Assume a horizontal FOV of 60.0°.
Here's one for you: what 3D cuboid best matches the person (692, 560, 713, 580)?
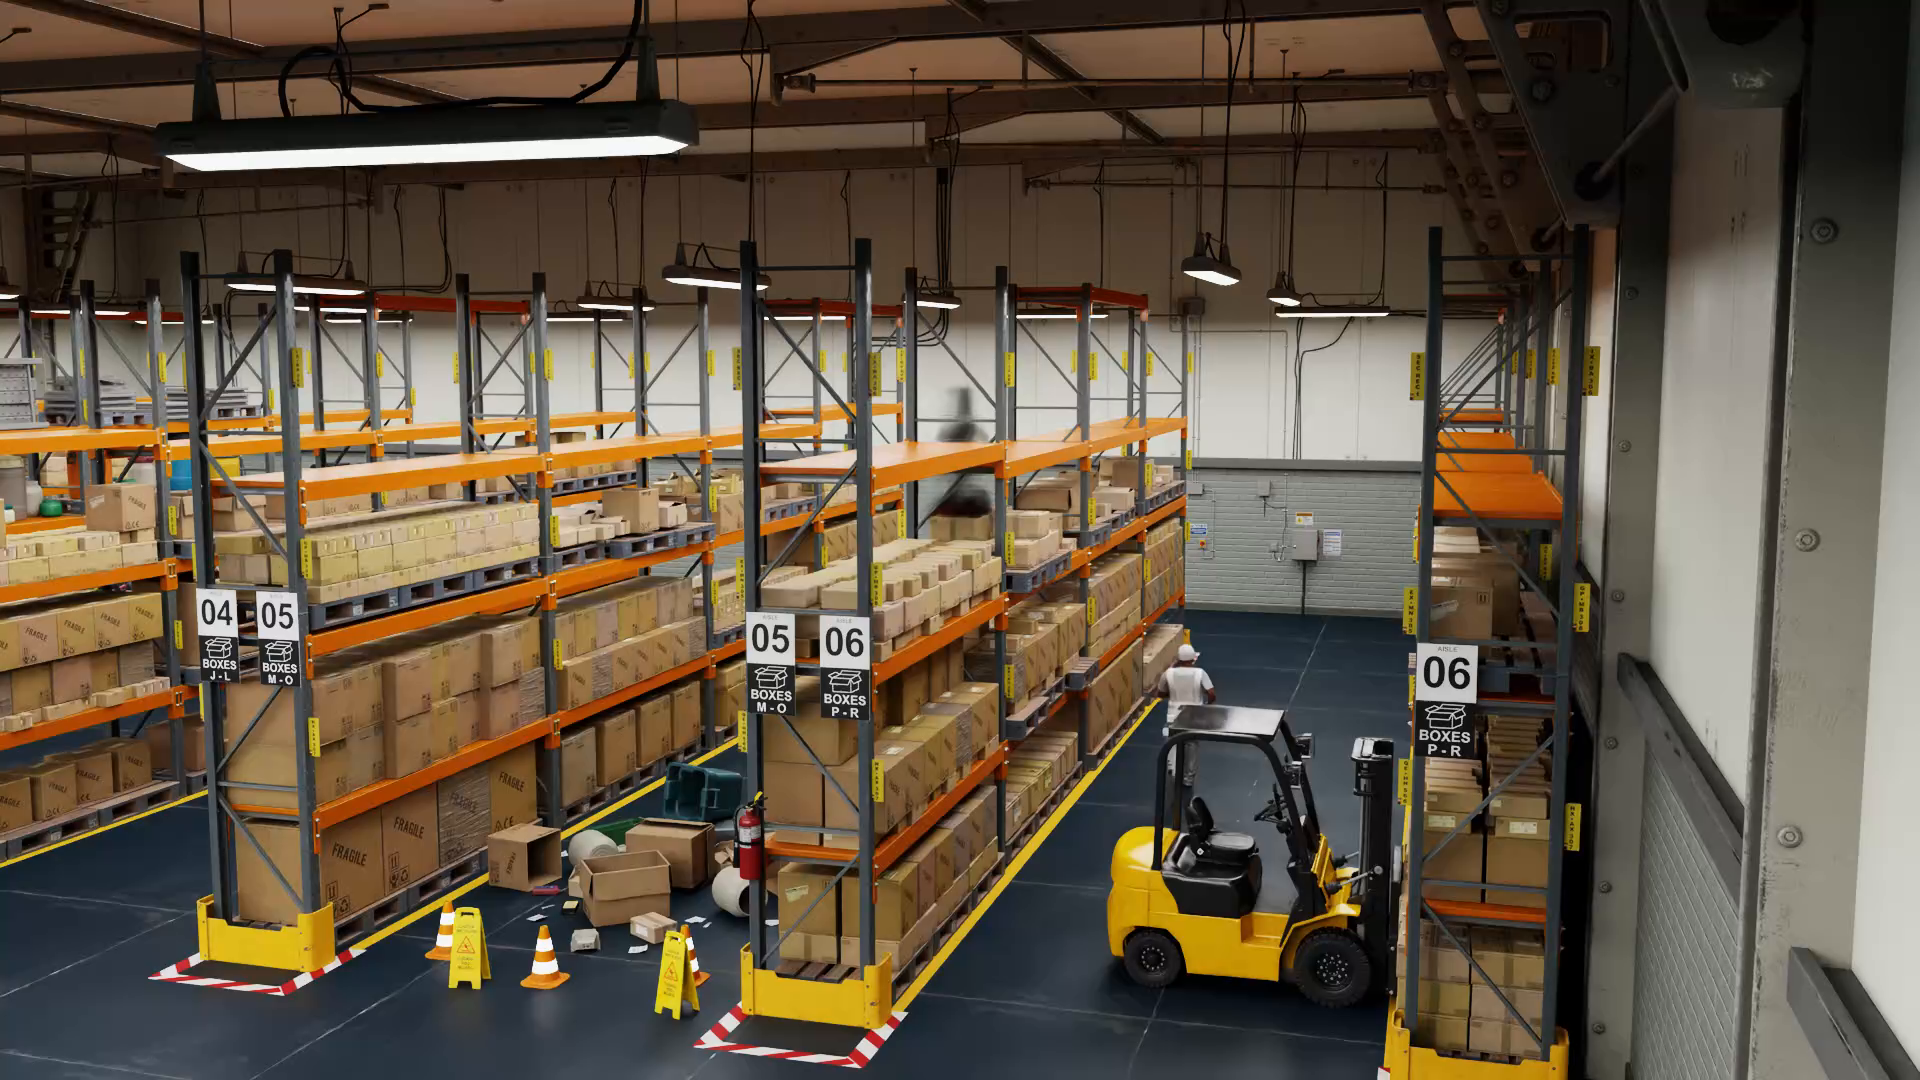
[{"bbox_3d":[-4.263,1.176,27.914,0.674,1.740,0.782,1,7,11],"label":"person"}]

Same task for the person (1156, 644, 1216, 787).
[{"bbox_3d":[2.671,2.092,19.677,0.698,1.759,0.861,1,7,10],"label":"person"}]
